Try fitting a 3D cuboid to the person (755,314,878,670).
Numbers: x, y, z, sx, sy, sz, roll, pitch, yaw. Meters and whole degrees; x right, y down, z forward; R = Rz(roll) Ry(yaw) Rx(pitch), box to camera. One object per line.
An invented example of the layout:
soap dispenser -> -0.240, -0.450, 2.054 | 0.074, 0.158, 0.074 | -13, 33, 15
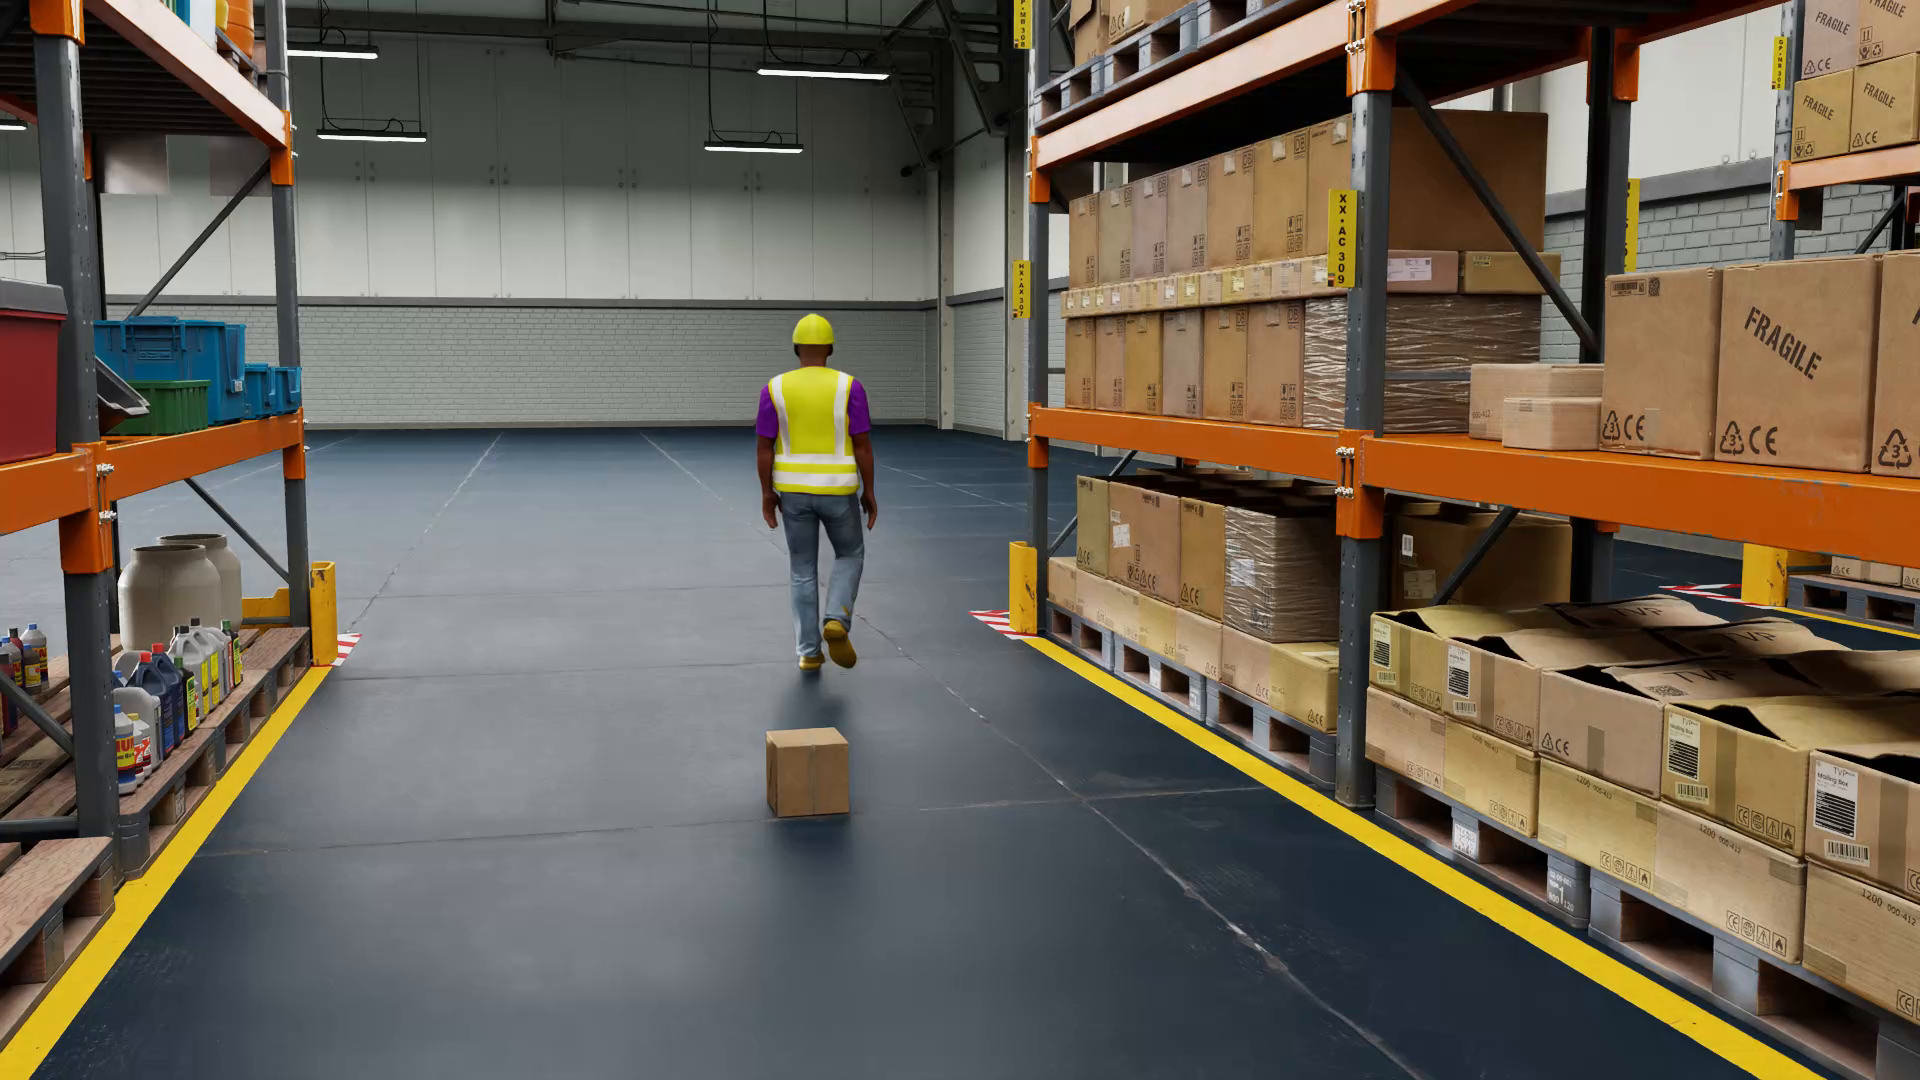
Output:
person -> -0.708, -0.238, 8.314 | 0.600, 1.766, 0.467 | 0, 6, 1
